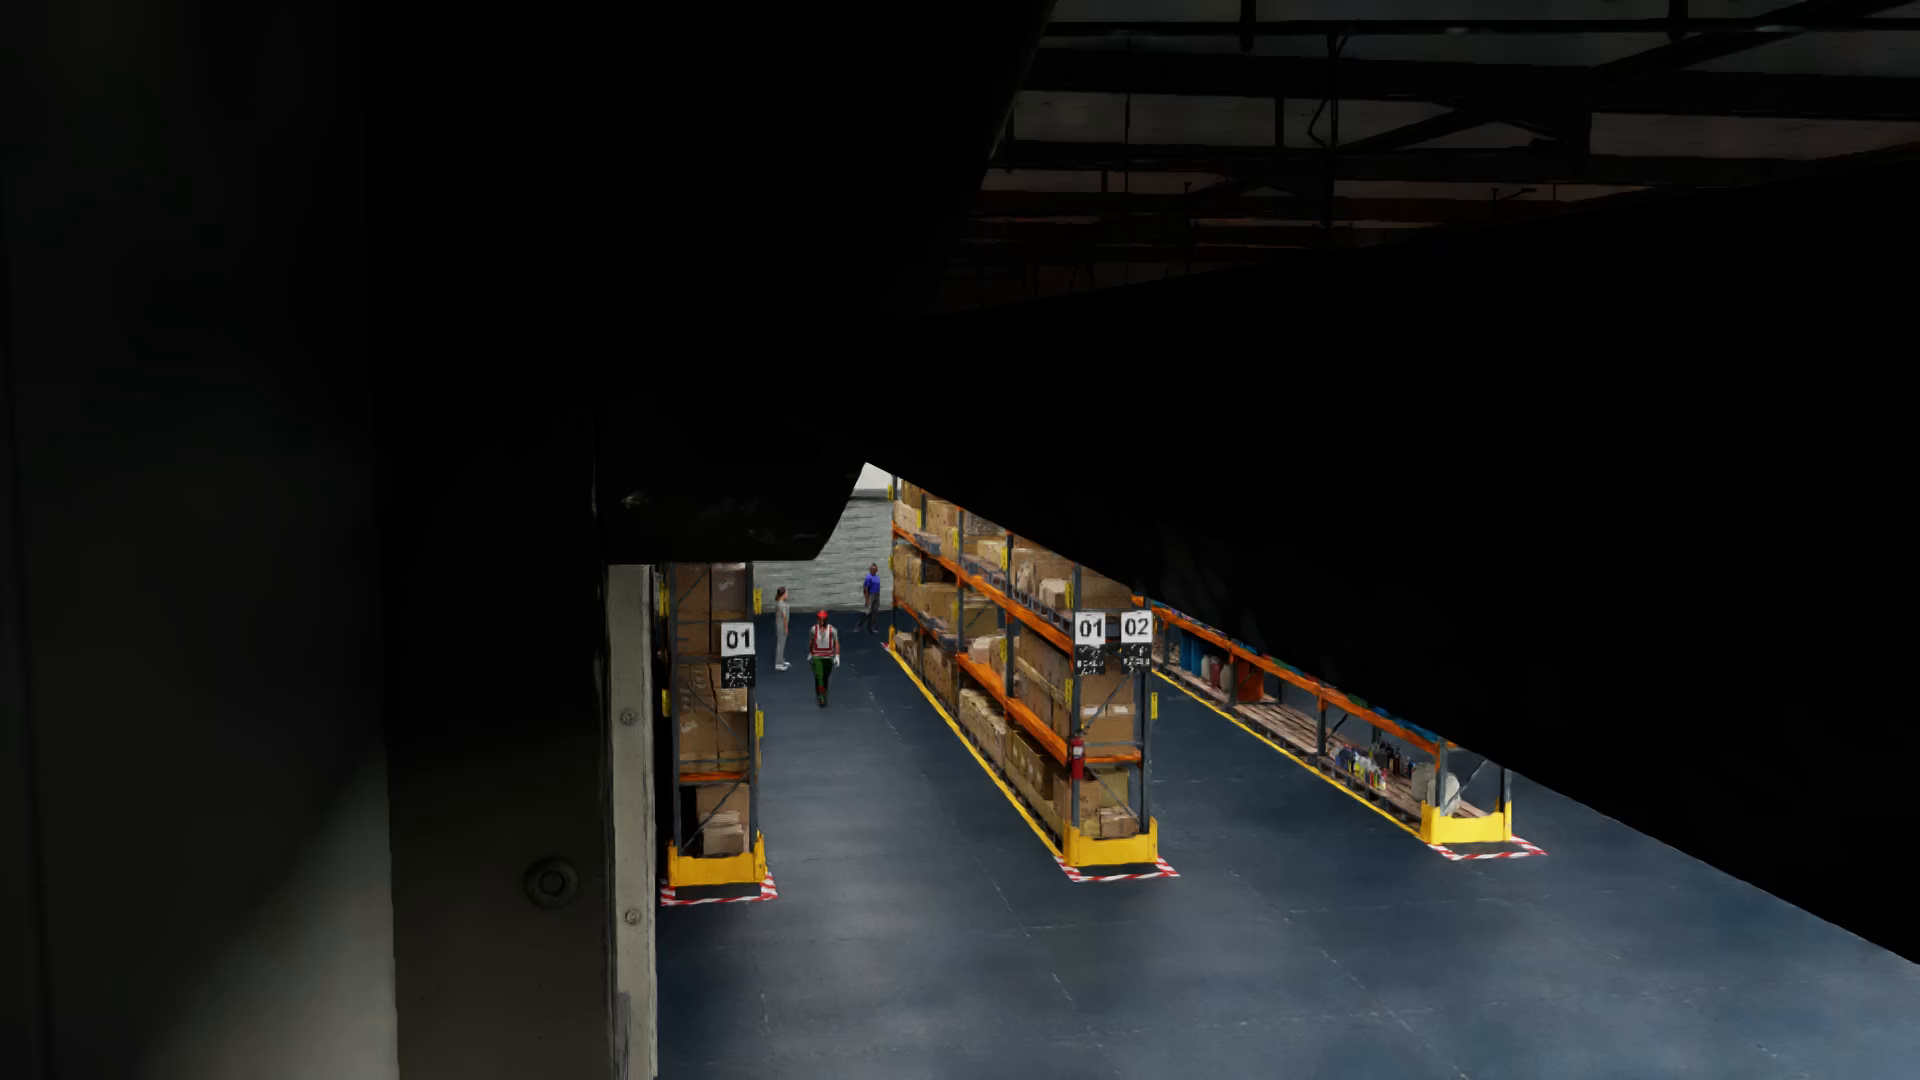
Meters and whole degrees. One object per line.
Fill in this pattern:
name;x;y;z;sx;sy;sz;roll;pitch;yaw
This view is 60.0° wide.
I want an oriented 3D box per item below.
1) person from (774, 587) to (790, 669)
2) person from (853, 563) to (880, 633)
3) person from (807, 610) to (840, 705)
person;-3.644;1.788;34.162;0.380;1.681;0.598;-2;7;-19
person;-2.152;1.349;38.512;0.485;1.652;0.643;5;8;39
person;-2.513;2.149;30.719;0.565;1.736;1.045;-1;6;-11
